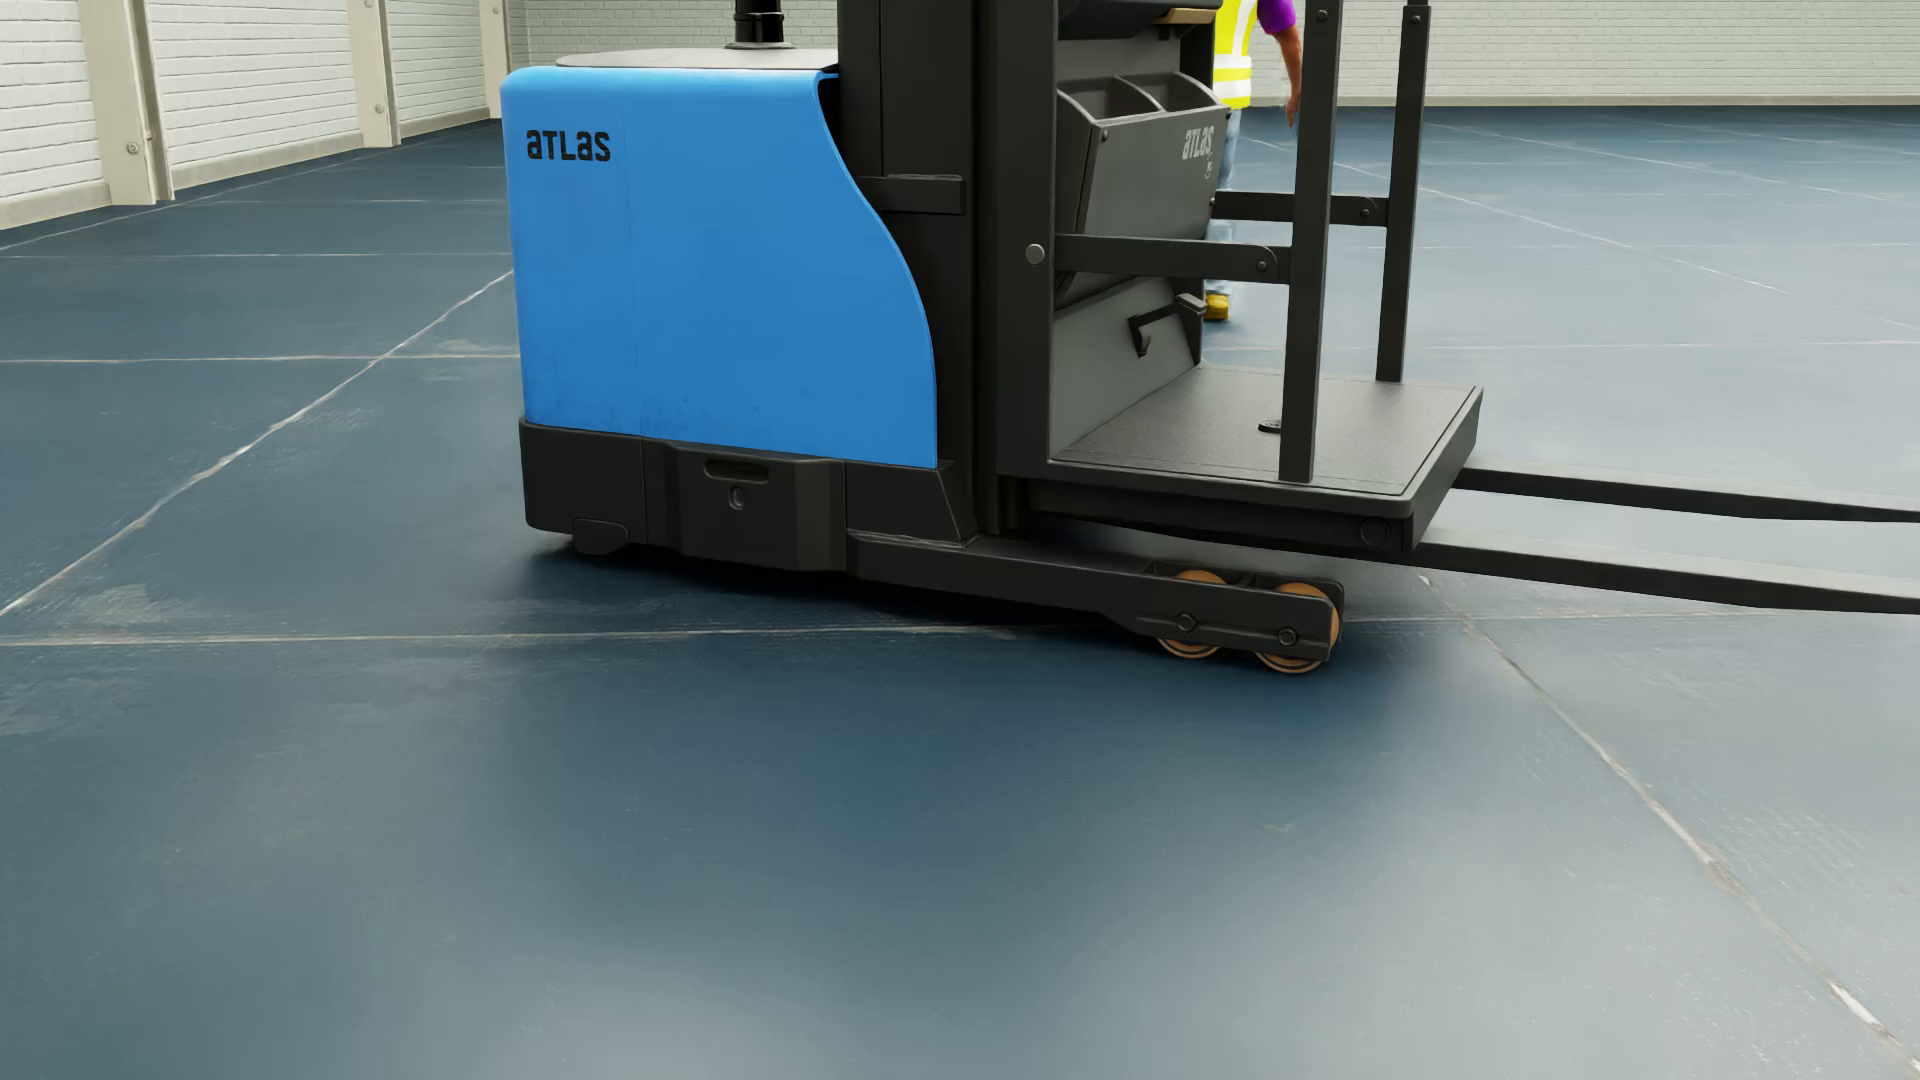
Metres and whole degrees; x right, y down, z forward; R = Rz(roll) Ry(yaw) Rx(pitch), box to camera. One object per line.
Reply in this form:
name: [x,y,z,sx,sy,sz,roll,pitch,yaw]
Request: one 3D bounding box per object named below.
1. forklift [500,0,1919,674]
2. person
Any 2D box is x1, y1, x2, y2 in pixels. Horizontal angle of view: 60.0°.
forklift: [0.568,-1.329,3.253,3.031,2.935,1.130,7,18,22]
person: [0.911,-1.694,6.563,1.004,1.792,0.533,-2,17,-5]
